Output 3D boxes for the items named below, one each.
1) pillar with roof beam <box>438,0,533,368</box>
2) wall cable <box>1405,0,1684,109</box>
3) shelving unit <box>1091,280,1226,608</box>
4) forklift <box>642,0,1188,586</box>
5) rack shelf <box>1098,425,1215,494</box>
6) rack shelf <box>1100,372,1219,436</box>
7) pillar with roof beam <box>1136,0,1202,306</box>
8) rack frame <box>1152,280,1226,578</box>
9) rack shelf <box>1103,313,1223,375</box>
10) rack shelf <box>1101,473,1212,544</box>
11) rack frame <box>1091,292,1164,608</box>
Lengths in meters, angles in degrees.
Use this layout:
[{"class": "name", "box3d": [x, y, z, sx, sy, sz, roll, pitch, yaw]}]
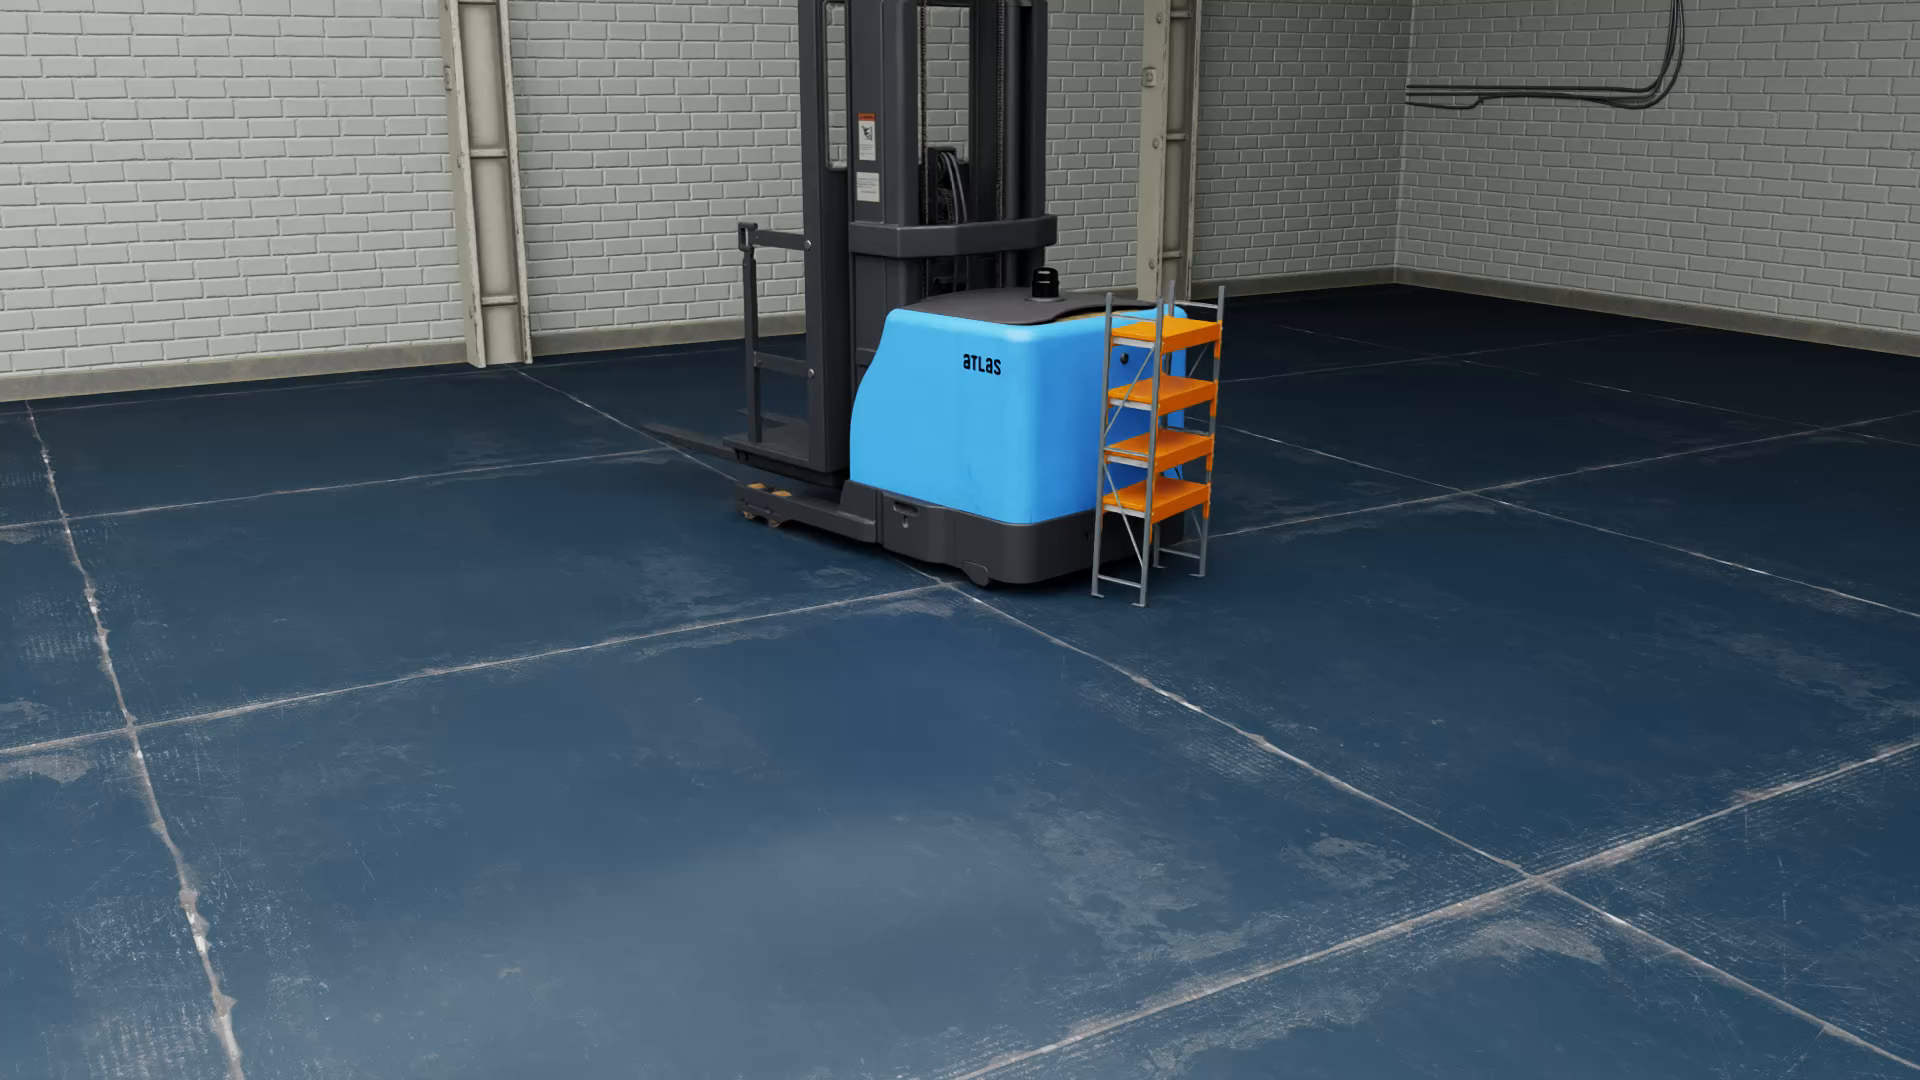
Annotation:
[{"class": "pillar with roof beam", "box3d": [-1.098, -4.619, 7.214, 0.400, 9.000, 9.100, -9, 18, -30]}, {"class": "wall cable", "box3d": [5.035, -5.057, 14.531, 0.112, 2.526, 3.097, -9, 18, -30]}, {"class": "shelving unit", "box3d": [0.781, -0.387, 6.552, 0.258, 1.200, 0.503, 13, 20, 34]}, {"class": "forklift", "box3d": [-0.403, -1.554, 7.523, 1.130, 2.935, 3.031, -14, 21, -41]}, {"class": "rack shelf", "box3d": [0.779, -0.323, 6.572, 0.258, 0.148, 0.480, 13, 20, 34]}, {"class": "rack shelf", "box3d": [0.785, -0.537, 6.508, 0.258, 0.148, 0.480, 13, 20, 34]}, {"class": "pillar with roof beam", "box3d": [4.045, -5.453, 10.189, 0.400, 9.000, 9.100, -9, 18, -30]}, {"class": "rack frame", "box3d": [0.924, -0.440, 6.743, 0.240, 1.200, 0.015, 13, 20, 34]}, {"class": "rack shelf", "box3d": [0.790, -0.763, 6.440, 0.258, 0.148, 0.480, 13, 20, 34]}, {"class": "rack shelf", "box3d": [0.774, -0.133, 6.629, 0.258, 0.148, 0.480, 13, 20, 34]}, {"class": "rack frame", "box3d": [0.638, -0.334, 6.362, 0.240, 1.200, 0.015, 13, 20, 34]}]
